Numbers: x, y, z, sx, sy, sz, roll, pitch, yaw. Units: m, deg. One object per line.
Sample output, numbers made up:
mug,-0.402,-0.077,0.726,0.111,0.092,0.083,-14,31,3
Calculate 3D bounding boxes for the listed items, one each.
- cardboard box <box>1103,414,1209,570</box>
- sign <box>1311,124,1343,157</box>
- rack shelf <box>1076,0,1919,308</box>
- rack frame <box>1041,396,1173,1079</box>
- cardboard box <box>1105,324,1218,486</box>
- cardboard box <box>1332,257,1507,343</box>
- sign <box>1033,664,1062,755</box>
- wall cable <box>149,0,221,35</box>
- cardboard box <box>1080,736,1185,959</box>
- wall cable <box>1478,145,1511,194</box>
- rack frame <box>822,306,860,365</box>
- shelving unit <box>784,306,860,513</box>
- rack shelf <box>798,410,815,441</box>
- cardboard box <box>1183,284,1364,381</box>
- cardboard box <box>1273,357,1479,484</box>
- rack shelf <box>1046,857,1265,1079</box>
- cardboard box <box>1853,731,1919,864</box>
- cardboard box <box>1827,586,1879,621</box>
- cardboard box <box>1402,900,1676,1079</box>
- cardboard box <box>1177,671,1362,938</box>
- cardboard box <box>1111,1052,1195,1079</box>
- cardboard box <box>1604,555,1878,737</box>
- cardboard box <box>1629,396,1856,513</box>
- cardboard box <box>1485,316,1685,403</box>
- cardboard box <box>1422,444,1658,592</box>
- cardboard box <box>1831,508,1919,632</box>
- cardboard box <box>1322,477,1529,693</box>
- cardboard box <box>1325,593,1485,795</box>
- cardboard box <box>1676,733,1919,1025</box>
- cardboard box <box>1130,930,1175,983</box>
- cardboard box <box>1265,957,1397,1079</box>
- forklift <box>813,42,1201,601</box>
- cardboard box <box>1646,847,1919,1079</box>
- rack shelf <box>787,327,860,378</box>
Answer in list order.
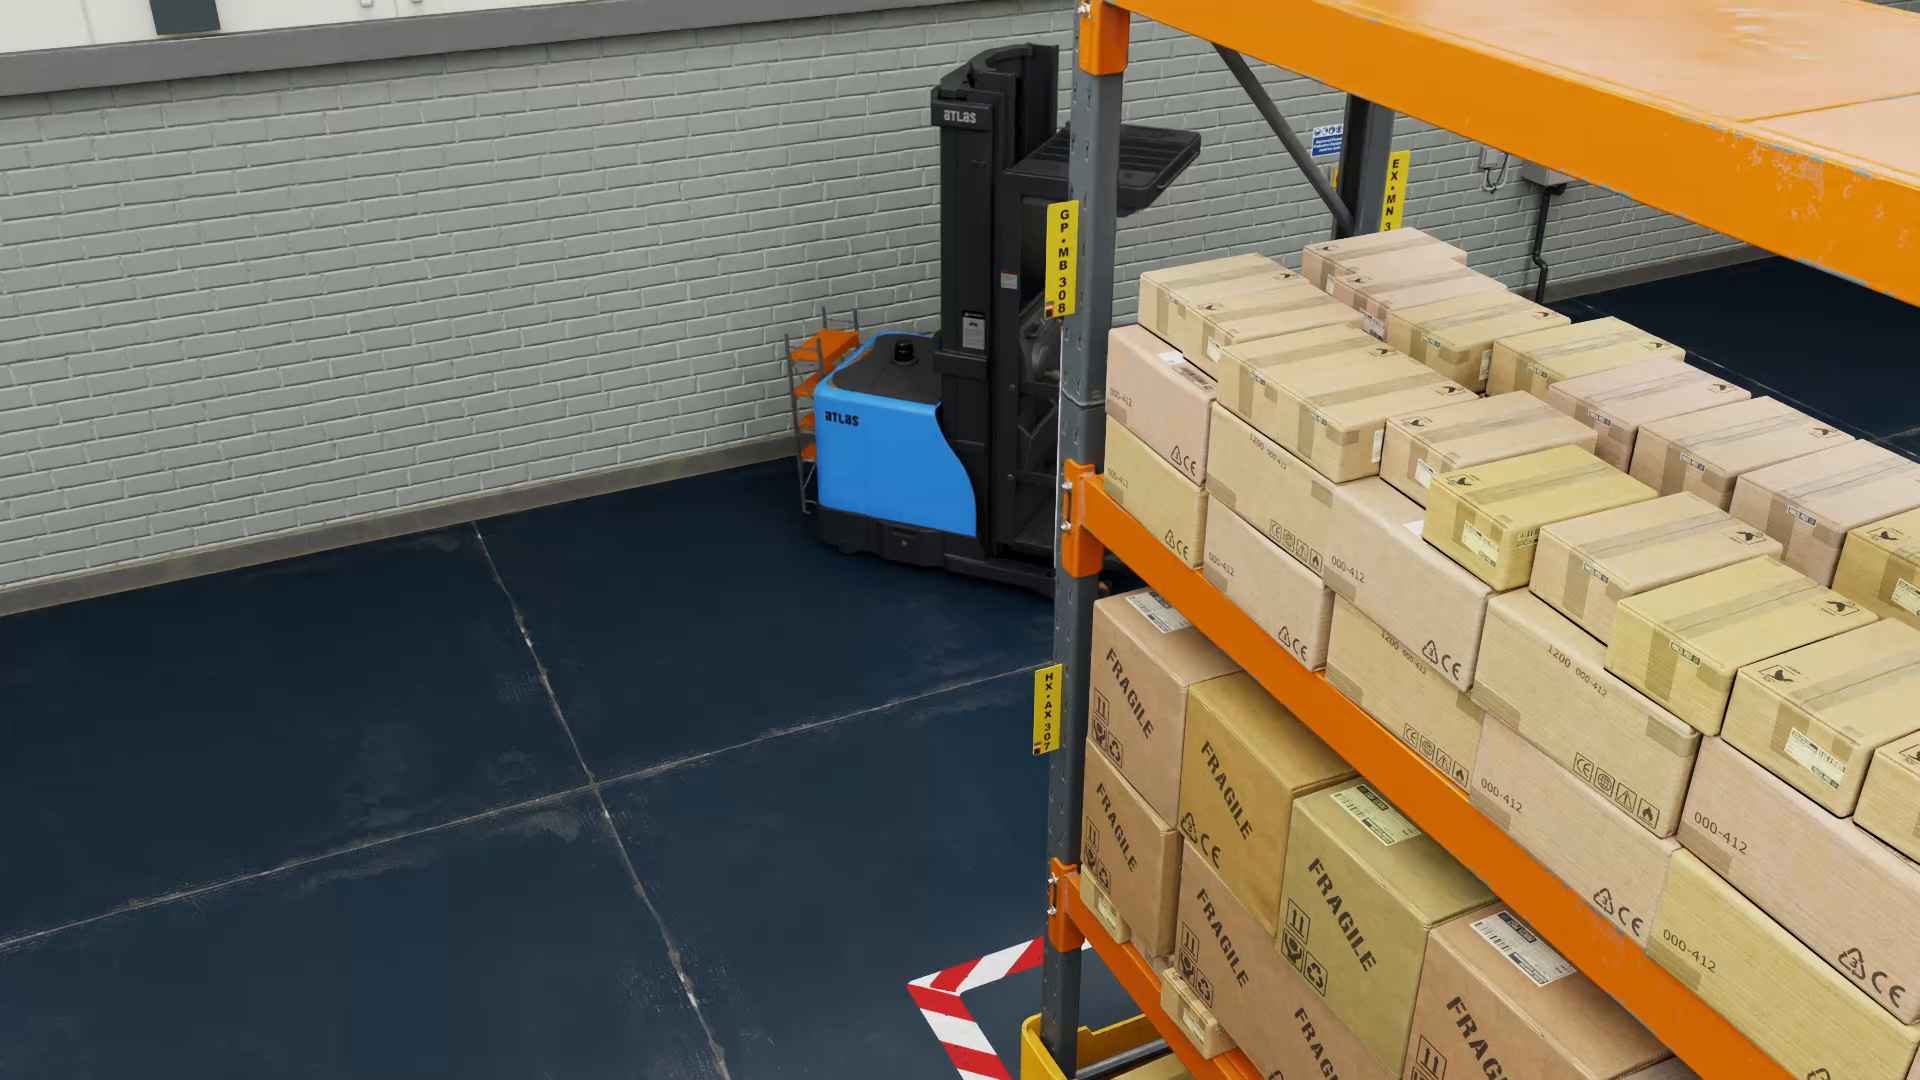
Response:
cardboard box,0.734,-0.185,4.572,0.500,0.250,0.500,-12,31,-20
sign,2.688,-2.899,12.049,0.327,0.218,0.001,-13,32,-22
rack shelf,1.631,-0.612,2.853,1.077,0.370,4.000,-13,32,-22
rack frame,0.772,0.806,5.719,1.000,3.000,0.127,-13,32,-22
cardboard box,0.730,-0.402,4.449,0.500,0.250,0.500,-13,32,-21
cardboard box,1.217,-0.619,4.427,0.380,0.149,0.250,-13,32,-21
sign,0.282,0.542,5.304,0.100,0.325,0.005,-13,32,-22
wall cable,-3.066,-5.439,7.432,2.277,5.999,0.120,-13,32,-22
cardboard box,0.715,0.889,5.164,0.500,0.500,0.500,-12,31,-20
wall cable,4.033,-3.510,12.377,0.588,1.984,0.122,-13,32,-22
rack frame,-0.720,-0.910,10.604,0.240,1.200,0.015,9,30,22
shelving unit,-0.816,-0.800,10.409,0.258,1.200,0.503,9,30,22
rack shelf,-0.812,-0.741,10.440,0.258,0.148,0.480,9,30,22
cardboard box,0.799,-0.522,4.254,0.380,0.149,0.250,-12,31,-20
cardboard box,0.953,-0.279,3.821,0.380,0.149,0.250,-13,32,-21
rack shelf,1.631,2.003,4.319,1.077,0.370,4.000,-13,32,-22
cardboard box,1.653,0.398,2.613,0.380,0.149,0.250,-14,32,-24
cardboard box,1.844,0.173,3.423,0.500,0.250,0.500,-15,32,-24
cardboard box,1.372,1.131,3.711,0.500,0.500,0.500,-14,32,-24
cardboard box,0.947,0.672,4.529,0.500,0.500,0.500,-12,31,-21
cardboard box,0.690,1.910,5.628,0.380,0.149,0.250,-15,32,-24
cardboard box,1.402,0.184,2.996,0.380,0.149,0.250,-14,32,-23
cardboard box,1.701,-0.171,3.629,0.380,0.149,0.250,-12,32,-21
cardboard box,1.520,-0.407,4.050,0.380,0.149,0.250,-13,32,-21
cardboard box,1.186,-0.051,3.414,0.380,0.149,0.250,-12,31,-20
cardboard box,1.938,0.055,3.225,0.380,0.149,0.250,-14,32,-23
cardboard box,1.157,0.049,3.643,0.500,0.250,0.500,-13,32,-21
cardboard box,1.189,0.273,3.755,0.500,0.250,0.500,-14,32,-24
cardboard box,1.621,0.500,2.840,0.500,0.250,0.500,-12,31,-20
cardboard box,0.762,1.231,5.217,0.380,0.149,0.250,-12,31,-20
cardboard box,1.167,1.339,4.362,0.500,0.500,0.500,-13,32,-21
forklift,0.701,-1.173,9.317,3.031,2.935,1.130,11,31,19
cardboard box,1.612,0.723,2.954,0.500,0.250,0.500,-13,32,-23
rack shelf,-0.836,-1.146,10.224,0.258,0.148,0.480,9,30,22
